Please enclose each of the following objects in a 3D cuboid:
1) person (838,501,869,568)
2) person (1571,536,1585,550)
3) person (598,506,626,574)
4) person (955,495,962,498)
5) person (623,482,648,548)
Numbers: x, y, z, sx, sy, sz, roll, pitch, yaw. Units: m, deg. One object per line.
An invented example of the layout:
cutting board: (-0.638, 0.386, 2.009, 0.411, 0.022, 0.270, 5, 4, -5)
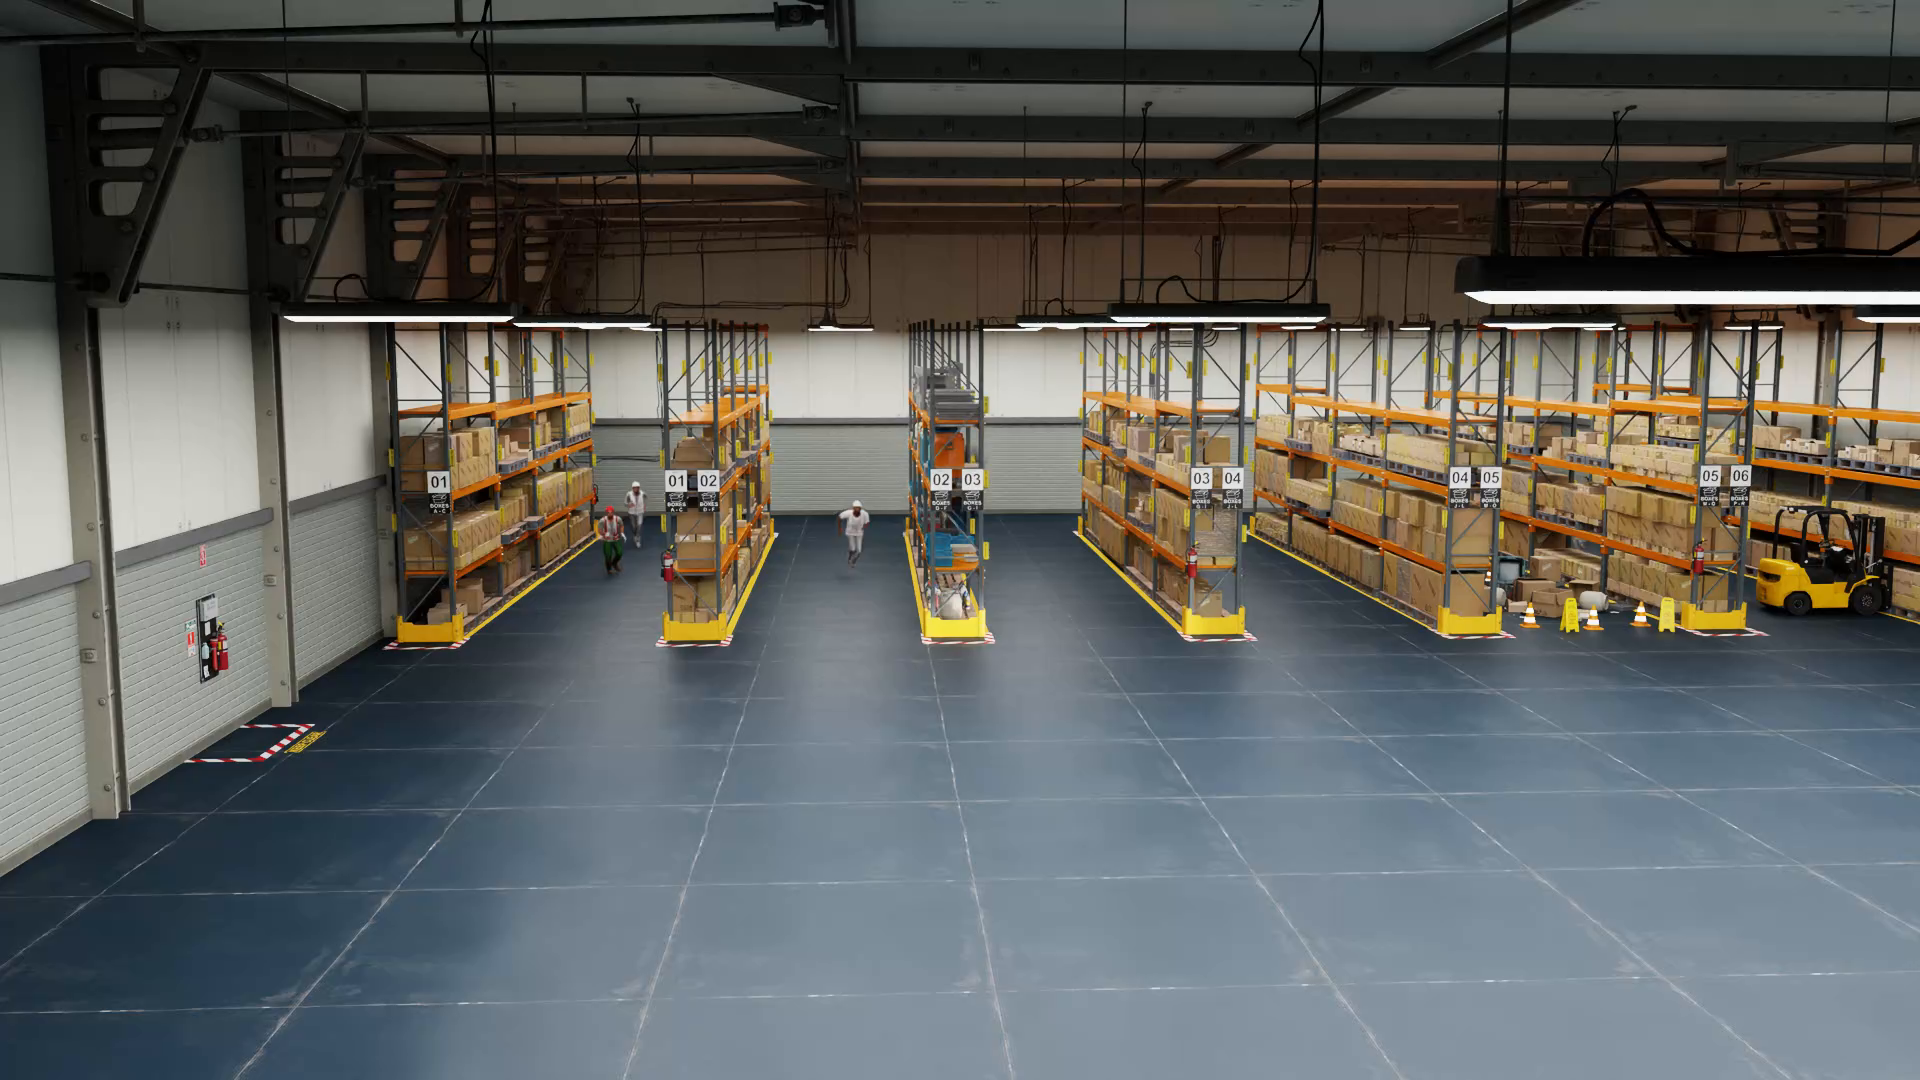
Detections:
person: (-2.450, -0.127, 38.722, 0.692, 1.599, 0.714, -3, 8, -20)
person: (16.301, -0.526, 44.233, 0.616, 1.590, 0.571, 2, 7, 12)
person: (-8.287, 0.008, 39.623, 0.694, 1.672, 0.791, -3, 8, -22)
person: (-0.021, -1.281, 50.720, 0.659, 1.528, 0.515, 1, 7, 7)
person: (-8.807, -0.714, 45.175, 0.654, 1.784, 1.038, -1, 7, -10)
